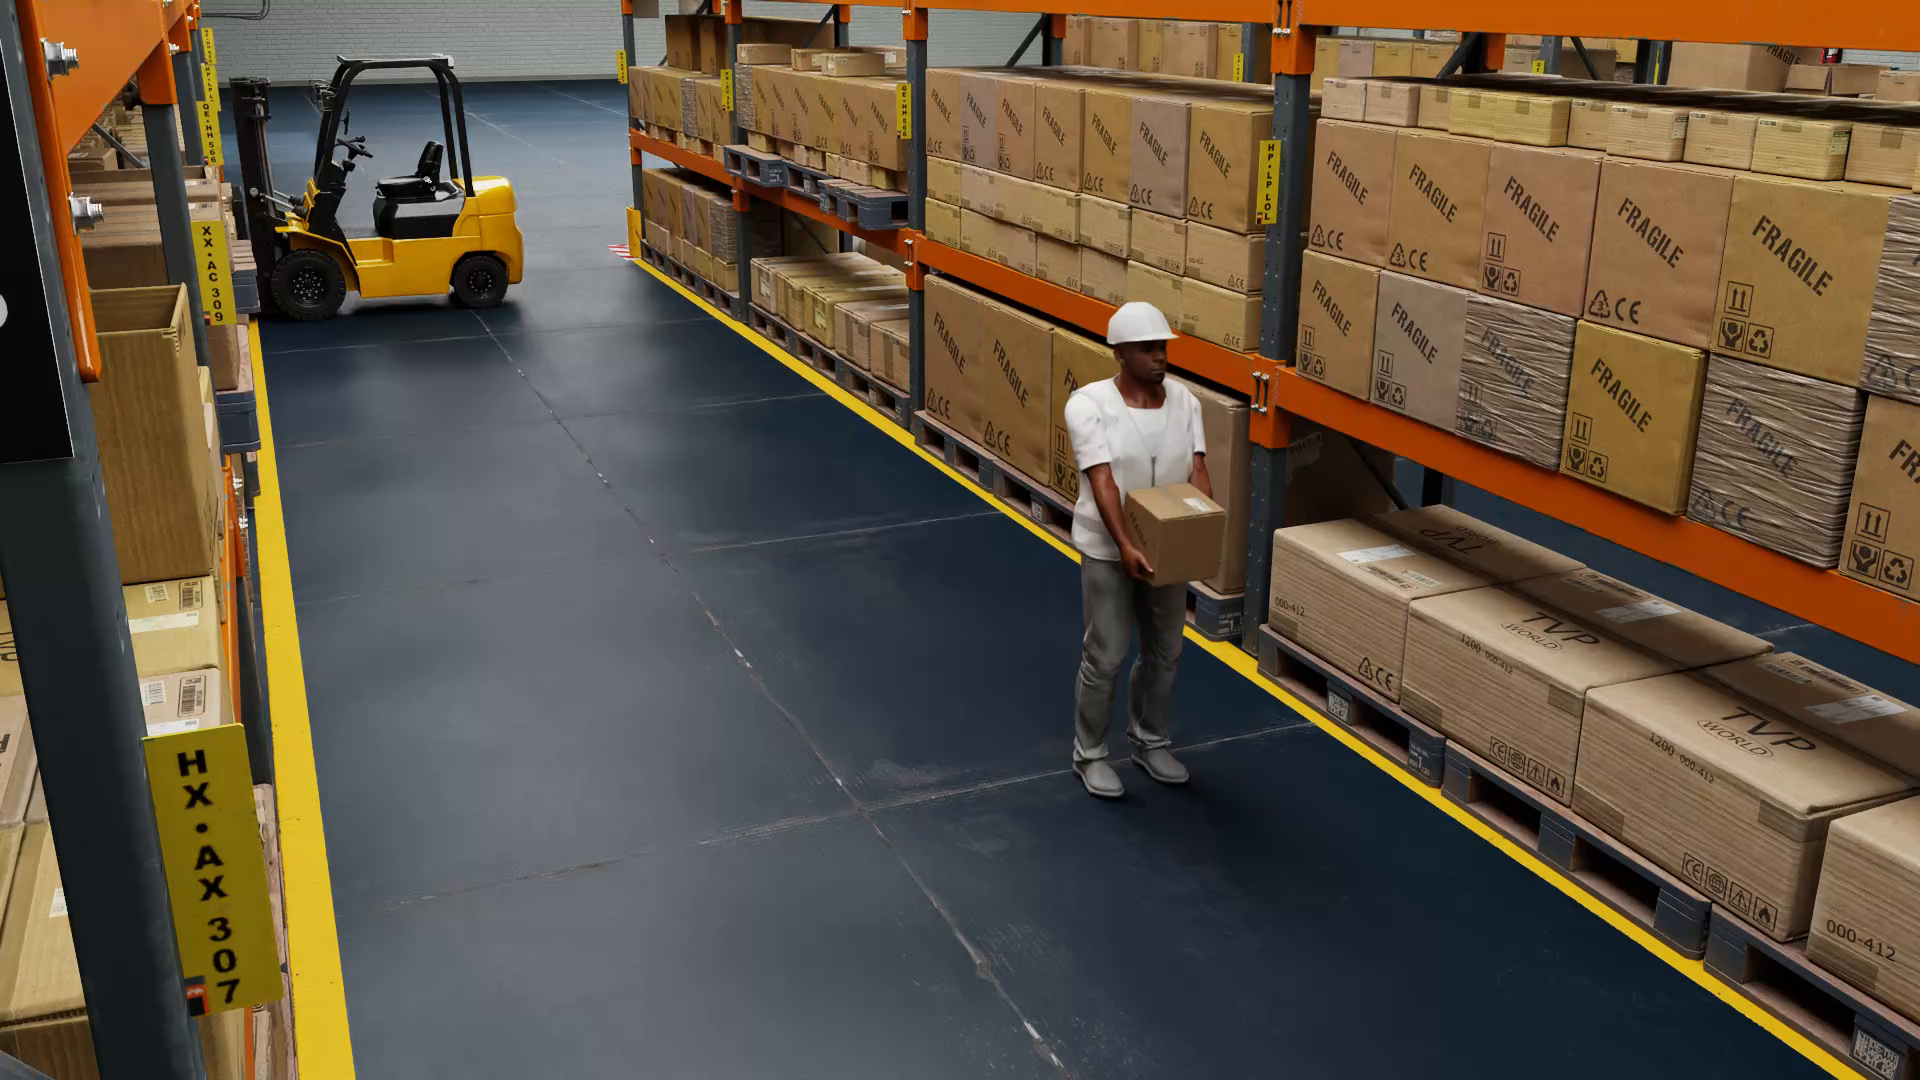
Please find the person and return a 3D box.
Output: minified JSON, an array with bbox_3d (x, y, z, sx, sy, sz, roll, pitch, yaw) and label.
[{"bbox_3d":[0.664,0.065,5.841,0.504,1.761,0.578,-8,20,-21],"label":"person"}]
